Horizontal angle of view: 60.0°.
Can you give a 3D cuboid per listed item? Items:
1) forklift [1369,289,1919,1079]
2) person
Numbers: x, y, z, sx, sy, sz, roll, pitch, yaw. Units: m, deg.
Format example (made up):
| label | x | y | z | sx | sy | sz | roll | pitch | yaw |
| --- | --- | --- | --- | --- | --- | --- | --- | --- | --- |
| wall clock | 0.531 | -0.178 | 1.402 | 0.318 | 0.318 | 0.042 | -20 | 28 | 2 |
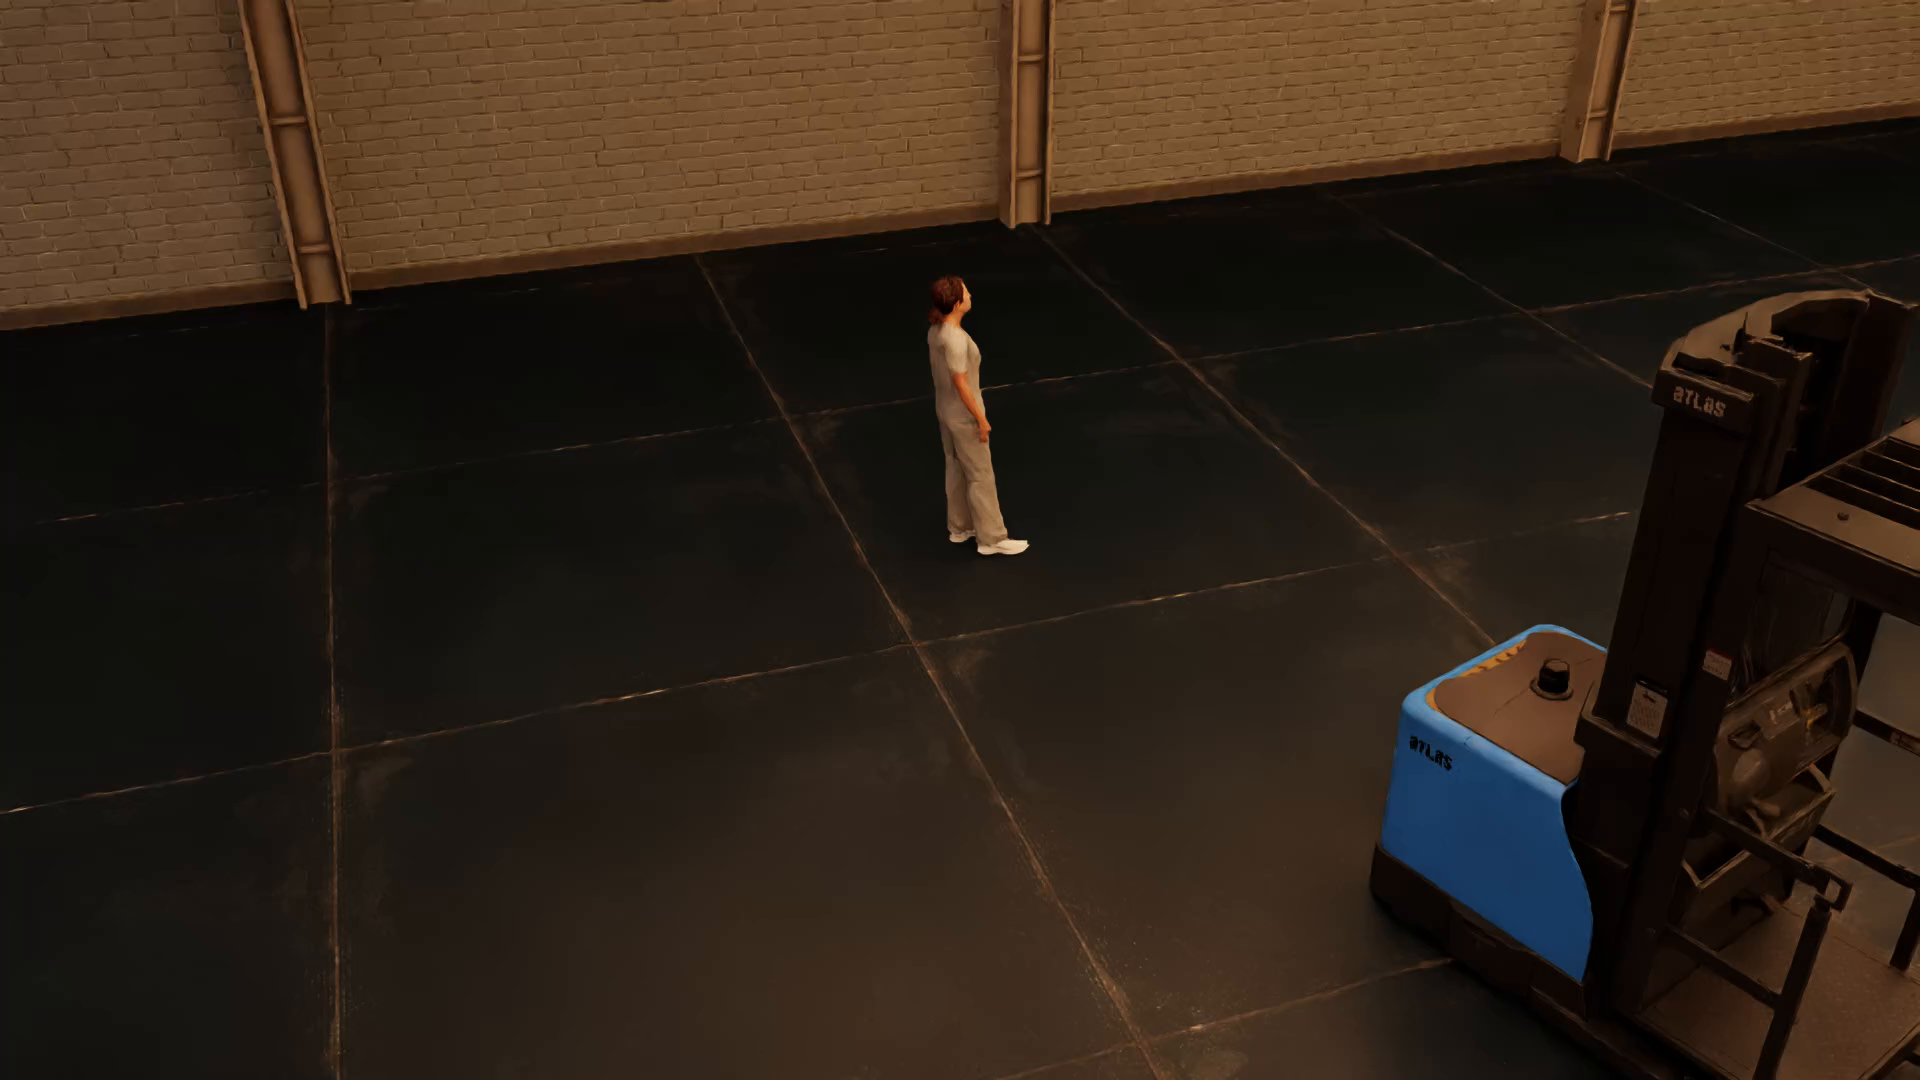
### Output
| label | x | y | z | sx | sy | sz | roll | pitch | yaw |
| --- | --- | --- | --- | --- | --- | --- | --- | --- | --- |
| forklift | 3.081 | 0.735 | 5.810 | 1.130 | 2.935 | 3.031 | -21 | 36 | -32 |
| person | 0.082 | -0.734 | 9.619 | 0.532 | 1.663 | 0.550 | -10 | 31 | -16 |
